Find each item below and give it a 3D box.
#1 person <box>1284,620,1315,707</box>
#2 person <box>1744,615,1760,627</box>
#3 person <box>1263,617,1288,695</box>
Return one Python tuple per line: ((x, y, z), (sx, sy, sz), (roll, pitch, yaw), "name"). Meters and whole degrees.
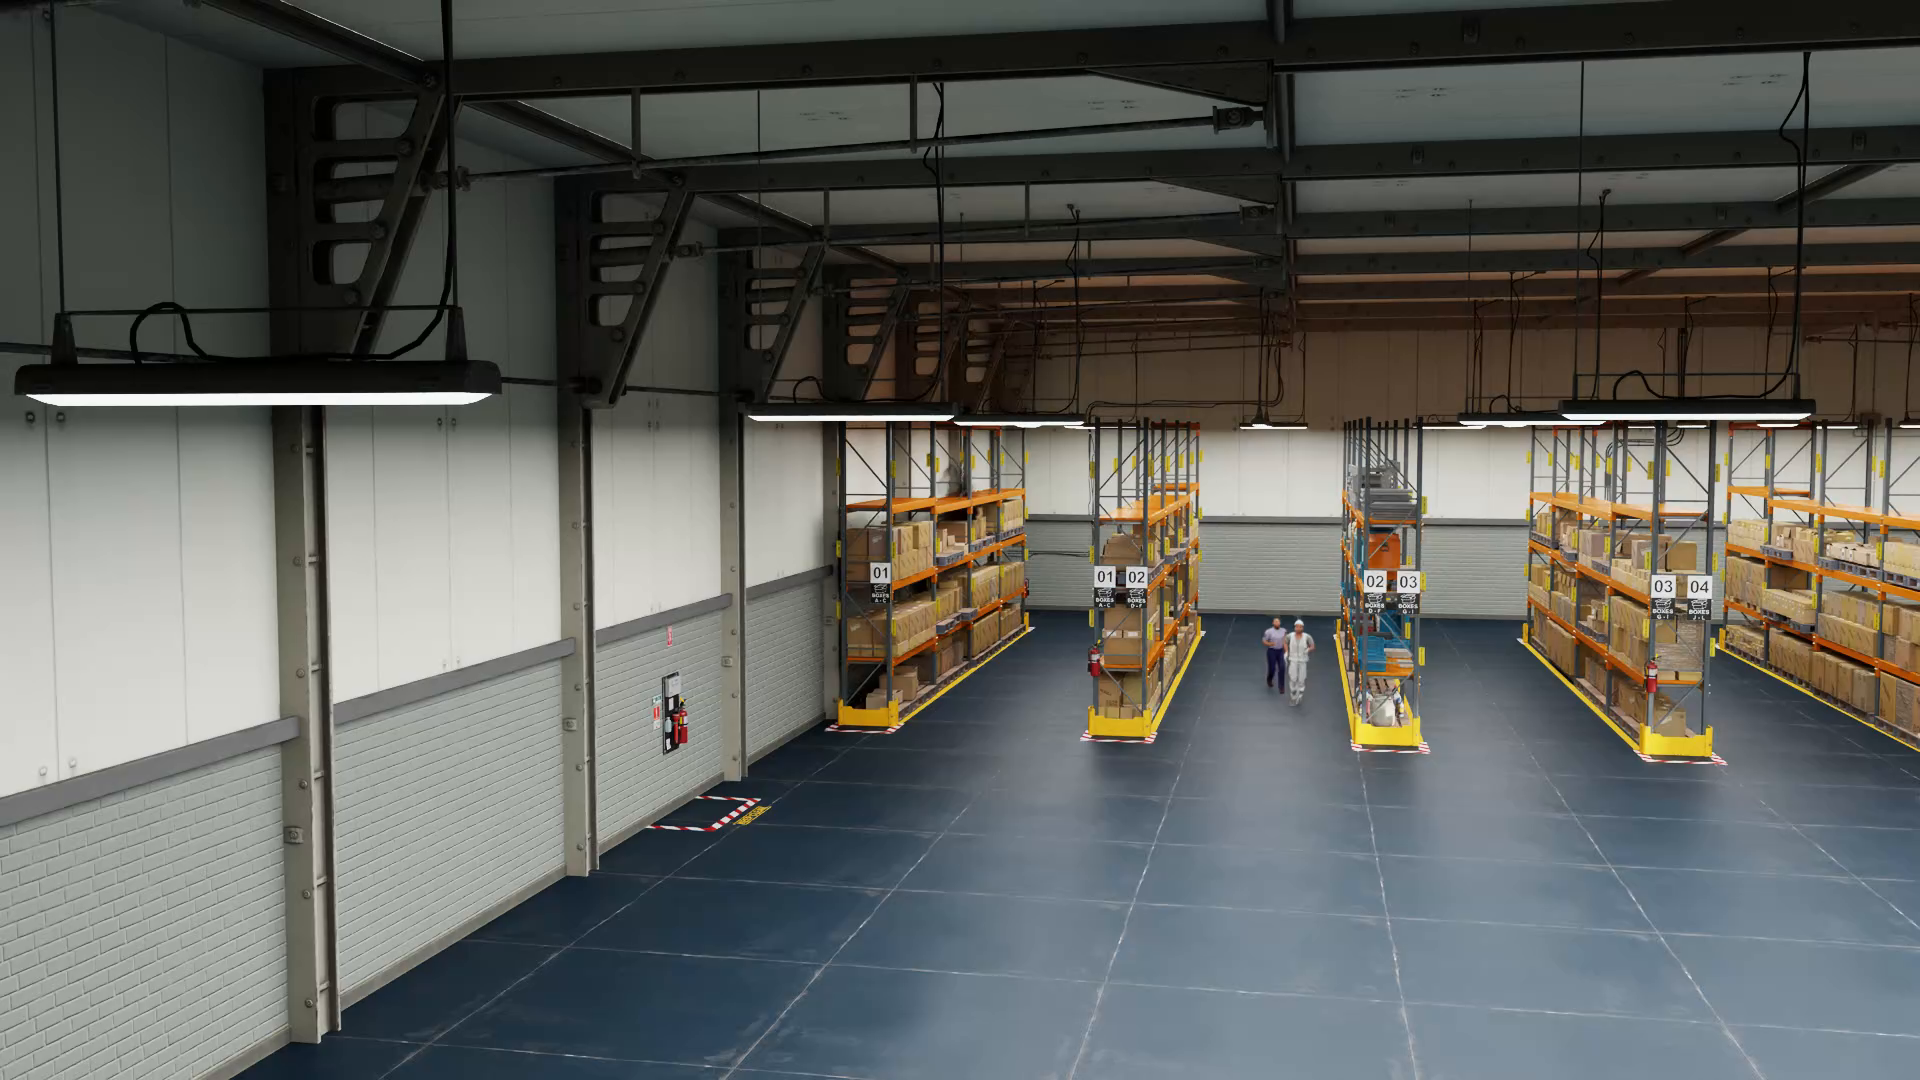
((7.094, 2.586, 34.776), (0.637, 1.834, 0.767), (1, 4, 11), "person")
((21.612, 1.965, 45.247), (0.698, 1.697, 0.959), (3, 5, 40), "person")
((6.952, 2.517, 36.559), (0.606, 1.648, 0.924), (0, 4, -2), "person")
